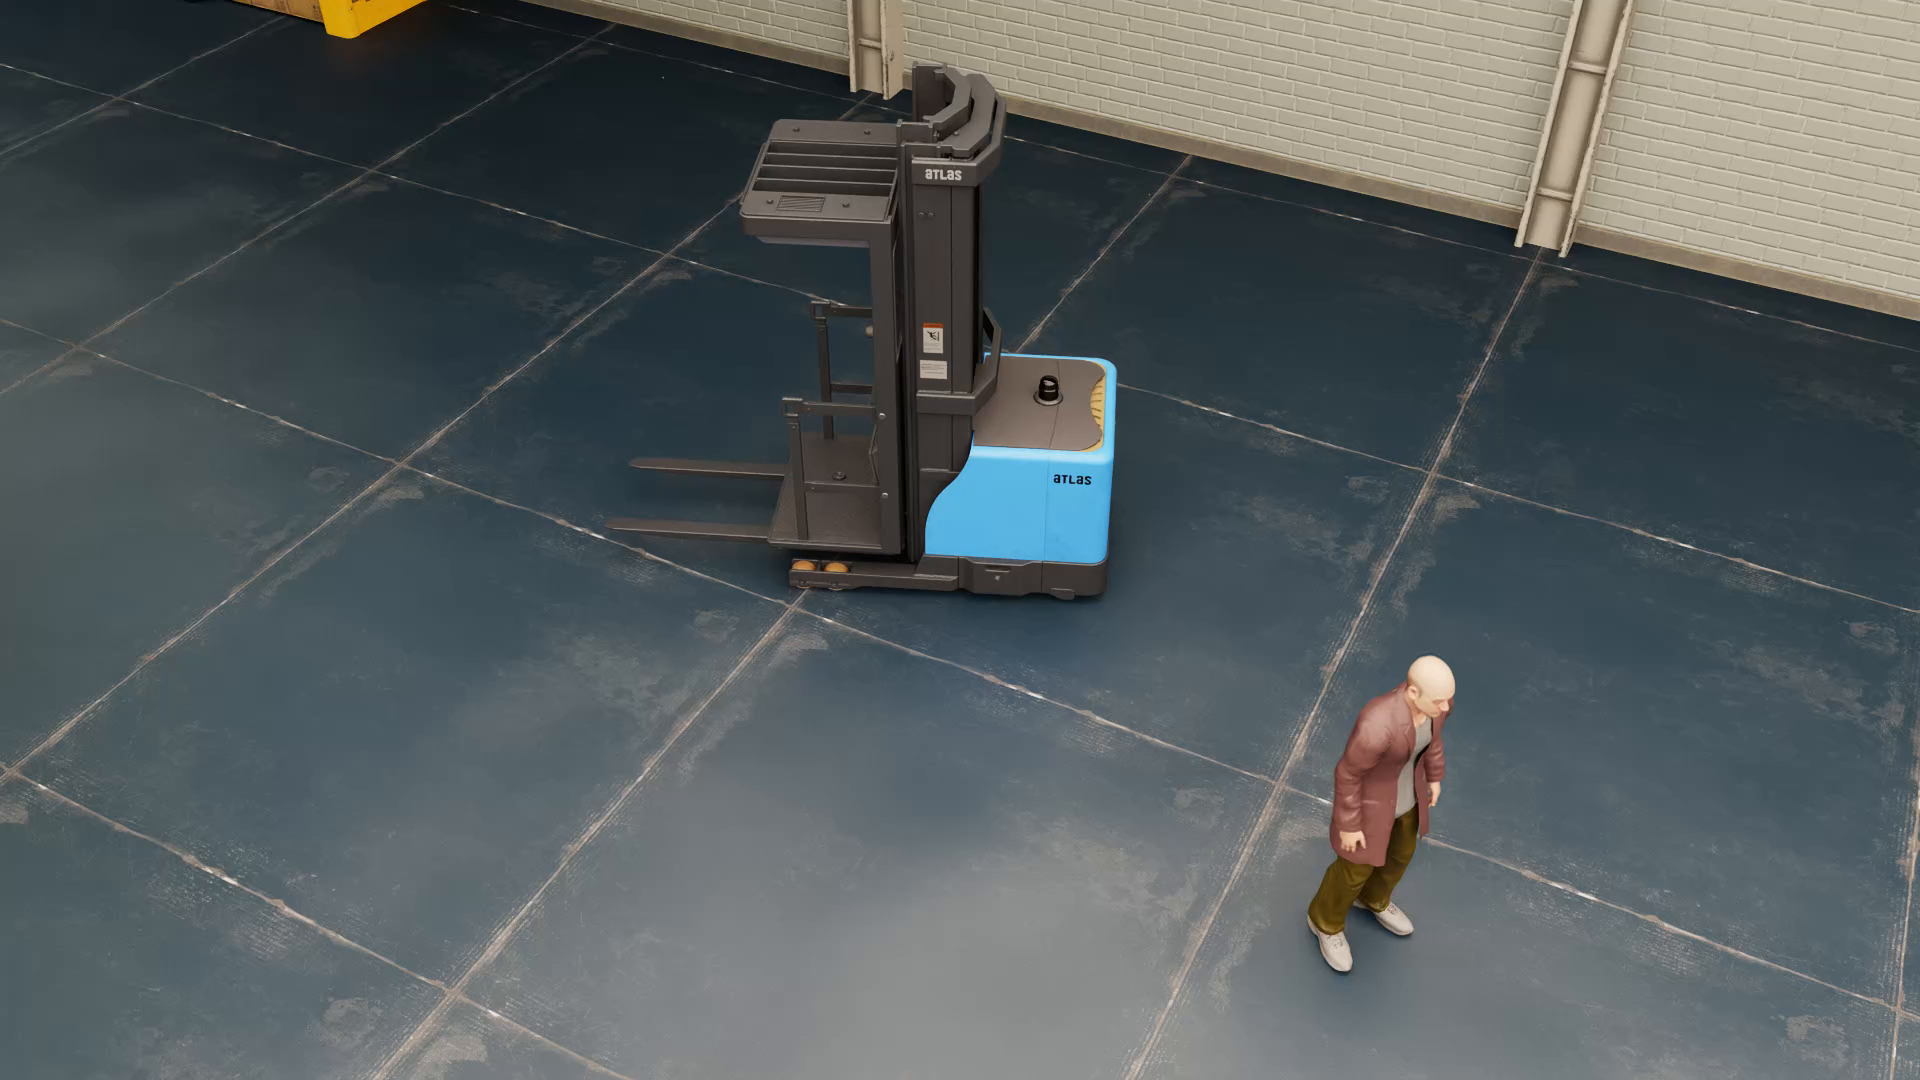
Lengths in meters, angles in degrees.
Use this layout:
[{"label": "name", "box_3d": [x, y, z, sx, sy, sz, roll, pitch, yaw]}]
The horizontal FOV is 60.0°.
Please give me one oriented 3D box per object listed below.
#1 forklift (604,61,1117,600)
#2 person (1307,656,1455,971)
[{"label": "forklift", "box_3d": [-0.606, -1.157, 9.360, 3.031, 2.935, 1.130, 3, 40, 4]}, {"label": "person", "box_3d": [1.926, 1.170, 7.495, 0.655, 1.774, 0.422, -23, 45, -25]}]
